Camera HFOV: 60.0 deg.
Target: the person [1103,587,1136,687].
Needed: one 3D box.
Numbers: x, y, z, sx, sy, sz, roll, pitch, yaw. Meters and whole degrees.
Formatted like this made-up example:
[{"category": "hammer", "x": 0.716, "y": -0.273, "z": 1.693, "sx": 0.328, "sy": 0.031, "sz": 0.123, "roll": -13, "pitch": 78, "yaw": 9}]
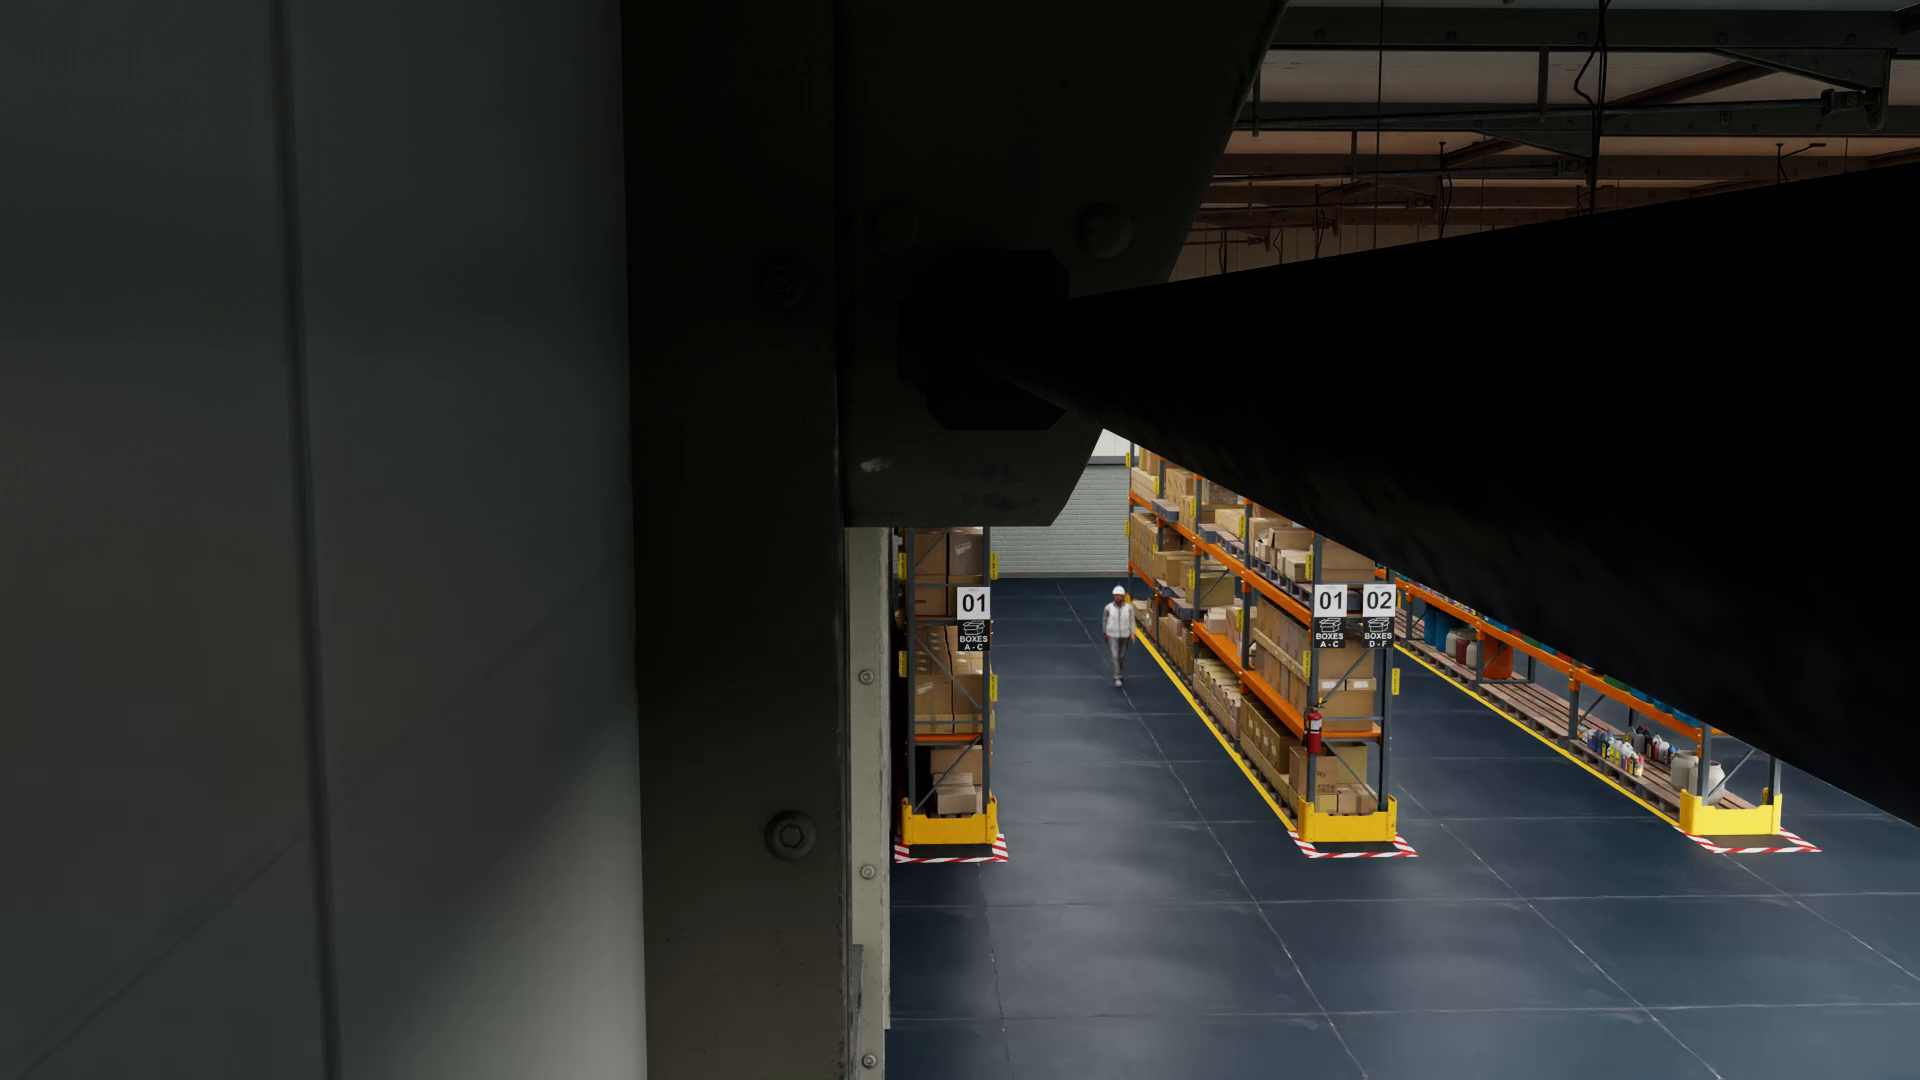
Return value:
[{"category": "person", "x": 2.838, "y": 1.686, "z": 29.547, "sx": 0.559, "sy": 1.718, "sz": 1.068, "roll": -1, "pitch": 7, "yaw": -5}]
